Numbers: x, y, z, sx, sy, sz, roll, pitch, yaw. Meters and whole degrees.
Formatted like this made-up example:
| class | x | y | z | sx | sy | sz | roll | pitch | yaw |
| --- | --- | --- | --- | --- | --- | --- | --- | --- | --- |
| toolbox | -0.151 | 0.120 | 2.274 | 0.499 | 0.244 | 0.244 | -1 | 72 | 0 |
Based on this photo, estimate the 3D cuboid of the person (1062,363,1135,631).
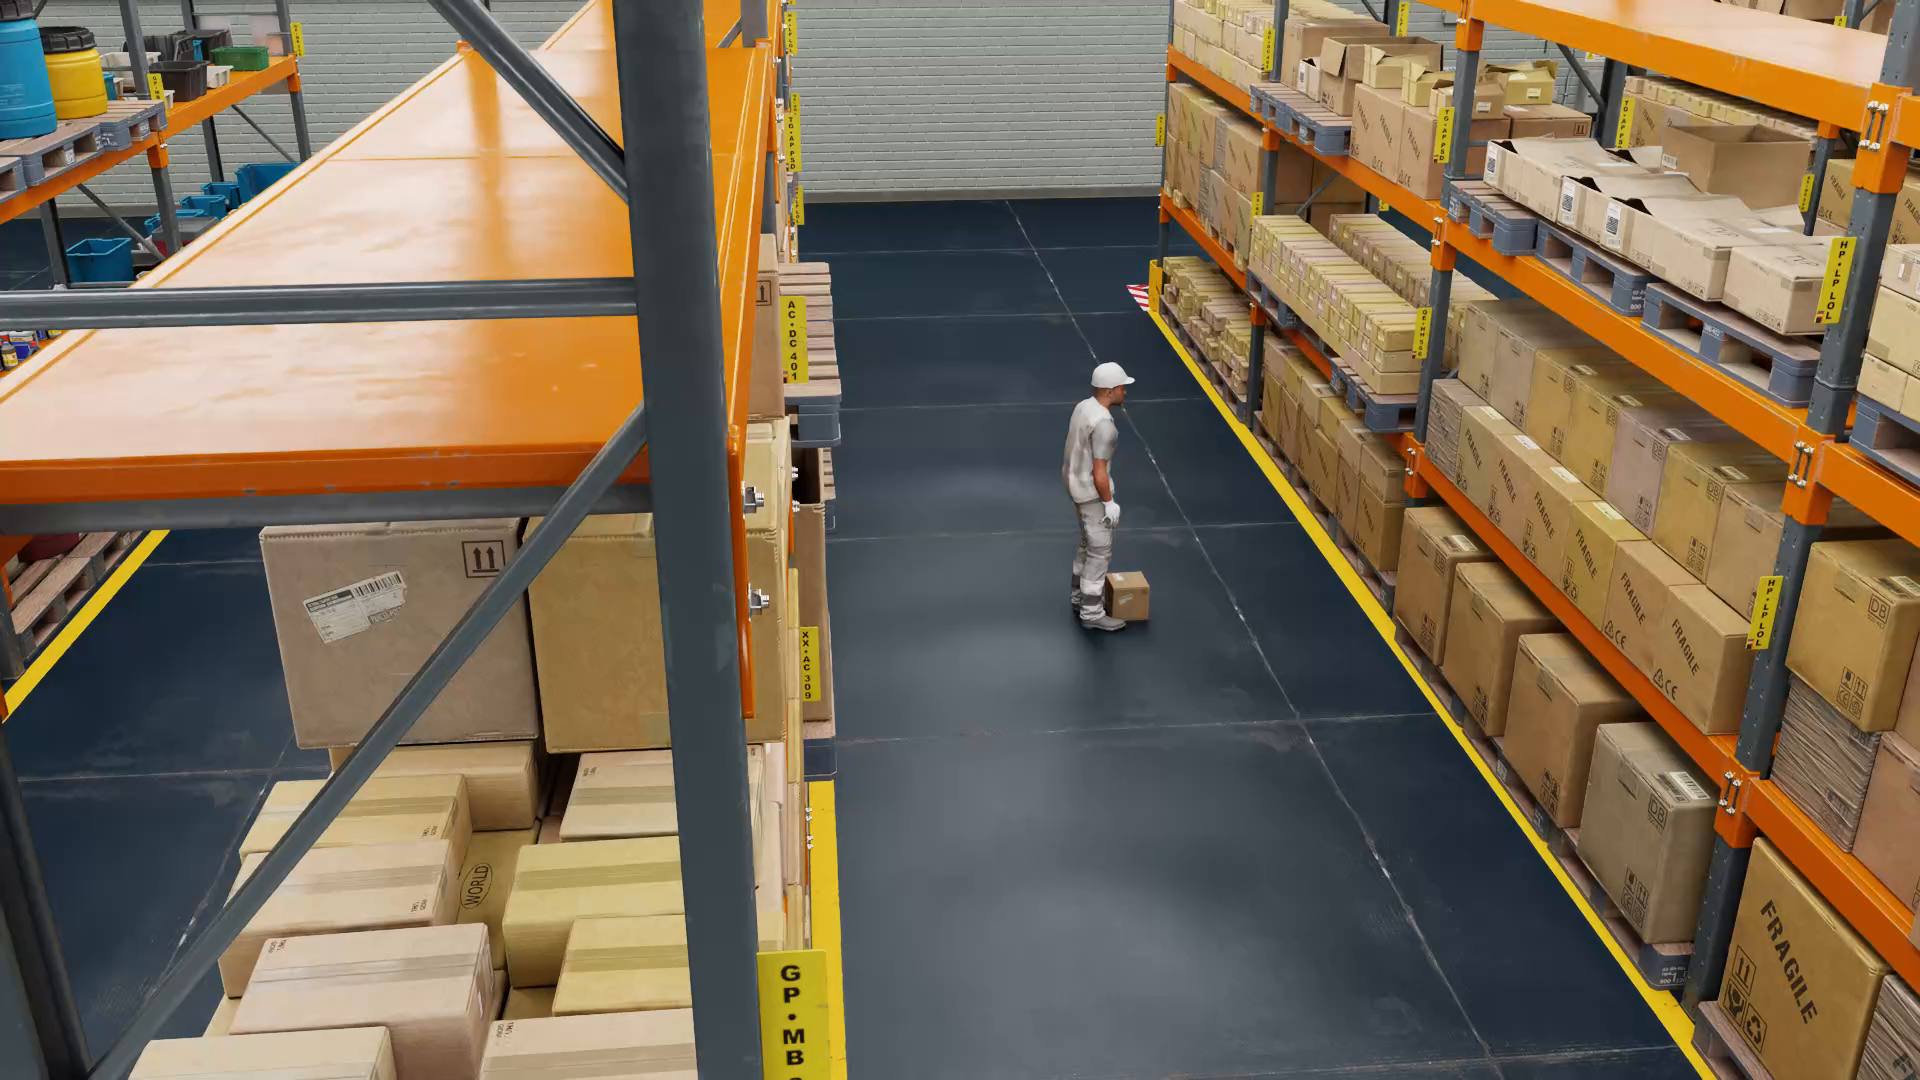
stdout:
| class | x | y | z | sx | sy | sz | roll | pitch | yaw |
| --- | --- | --- | --- | --- | --- | --- | --- | --- | --- |
| person | 0.912 | -0.307 | 11.016 | 0.446 | 1.781 | 0.623 | -3 | 24 | -7 |
